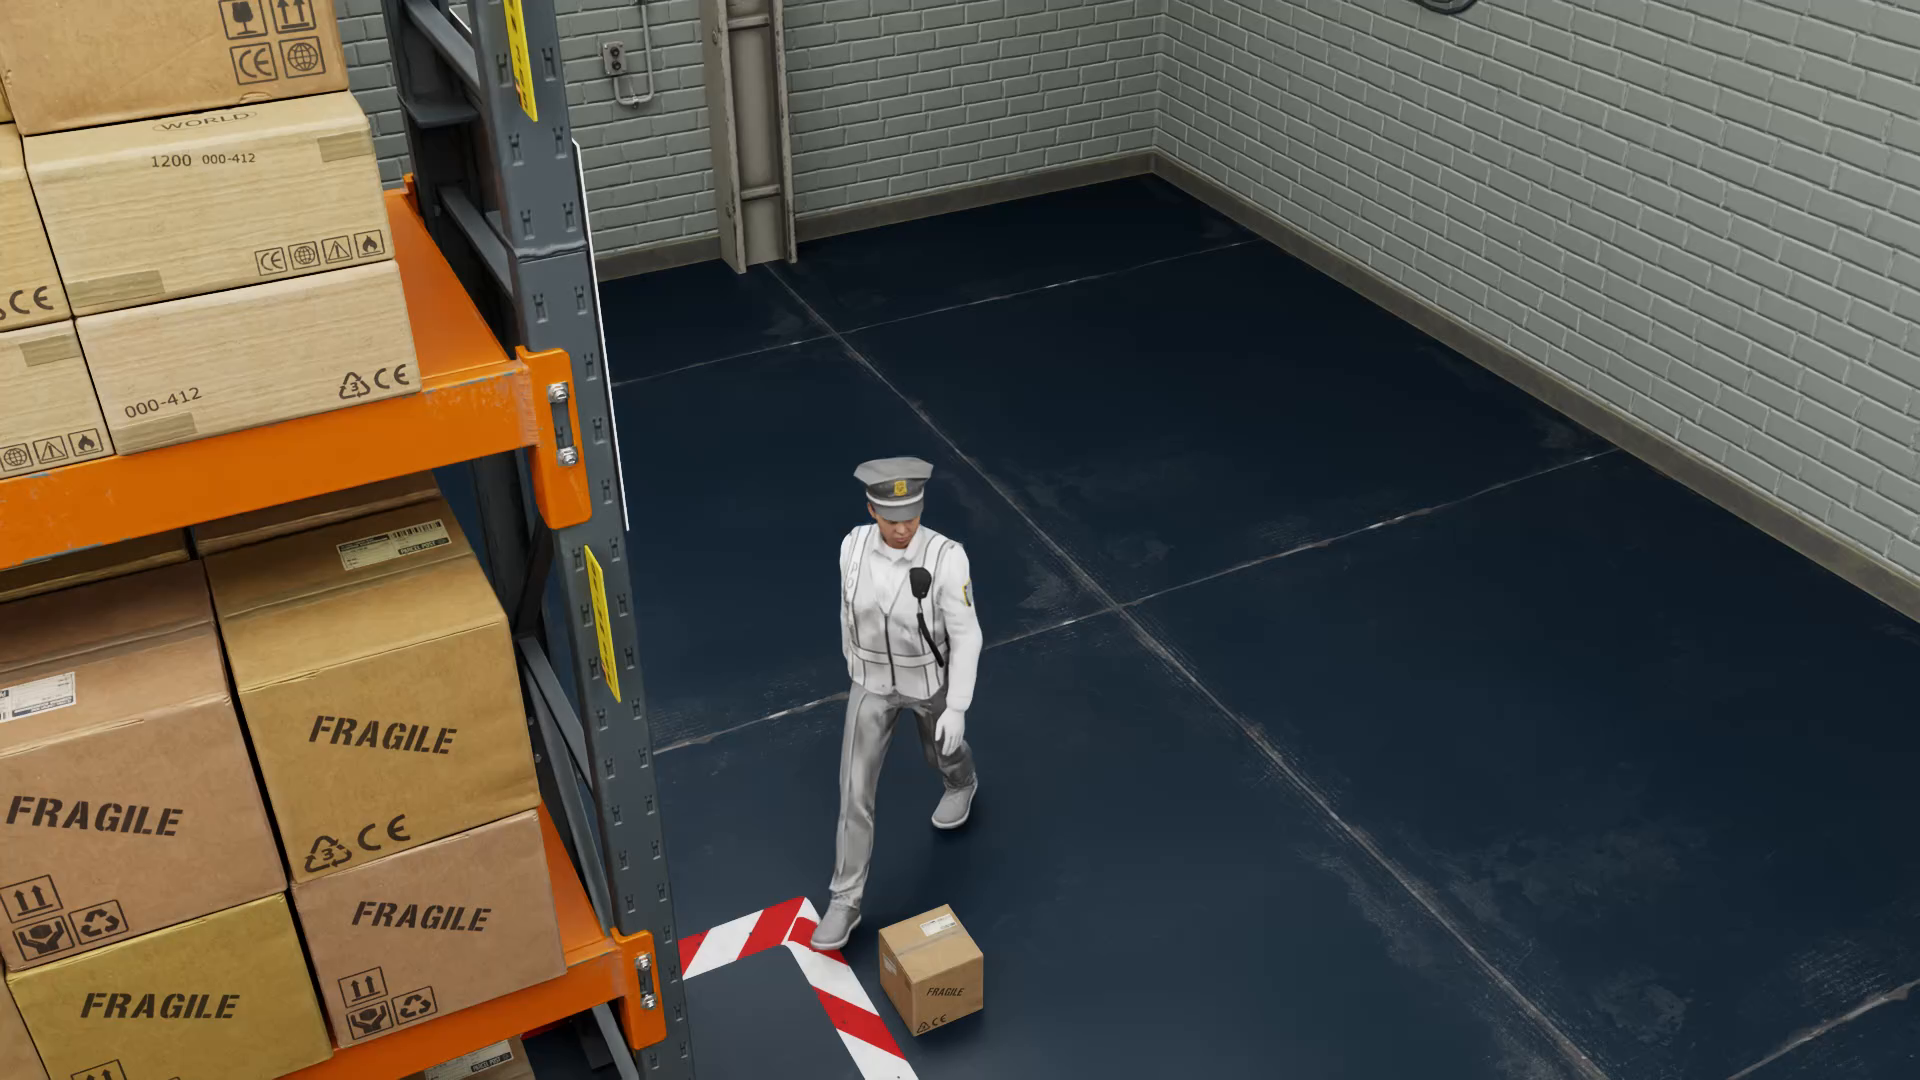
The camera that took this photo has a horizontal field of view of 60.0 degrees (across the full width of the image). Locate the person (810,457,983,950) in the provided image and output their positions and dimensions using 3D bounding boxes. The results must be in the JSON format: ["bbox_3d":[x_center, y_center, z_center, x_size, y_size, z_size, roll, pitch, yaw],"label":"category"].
[{"bbox_3d":[-0.197,0.498,5.377,0.515,1.605,1.004,7,34,11],"label":"person"}]
